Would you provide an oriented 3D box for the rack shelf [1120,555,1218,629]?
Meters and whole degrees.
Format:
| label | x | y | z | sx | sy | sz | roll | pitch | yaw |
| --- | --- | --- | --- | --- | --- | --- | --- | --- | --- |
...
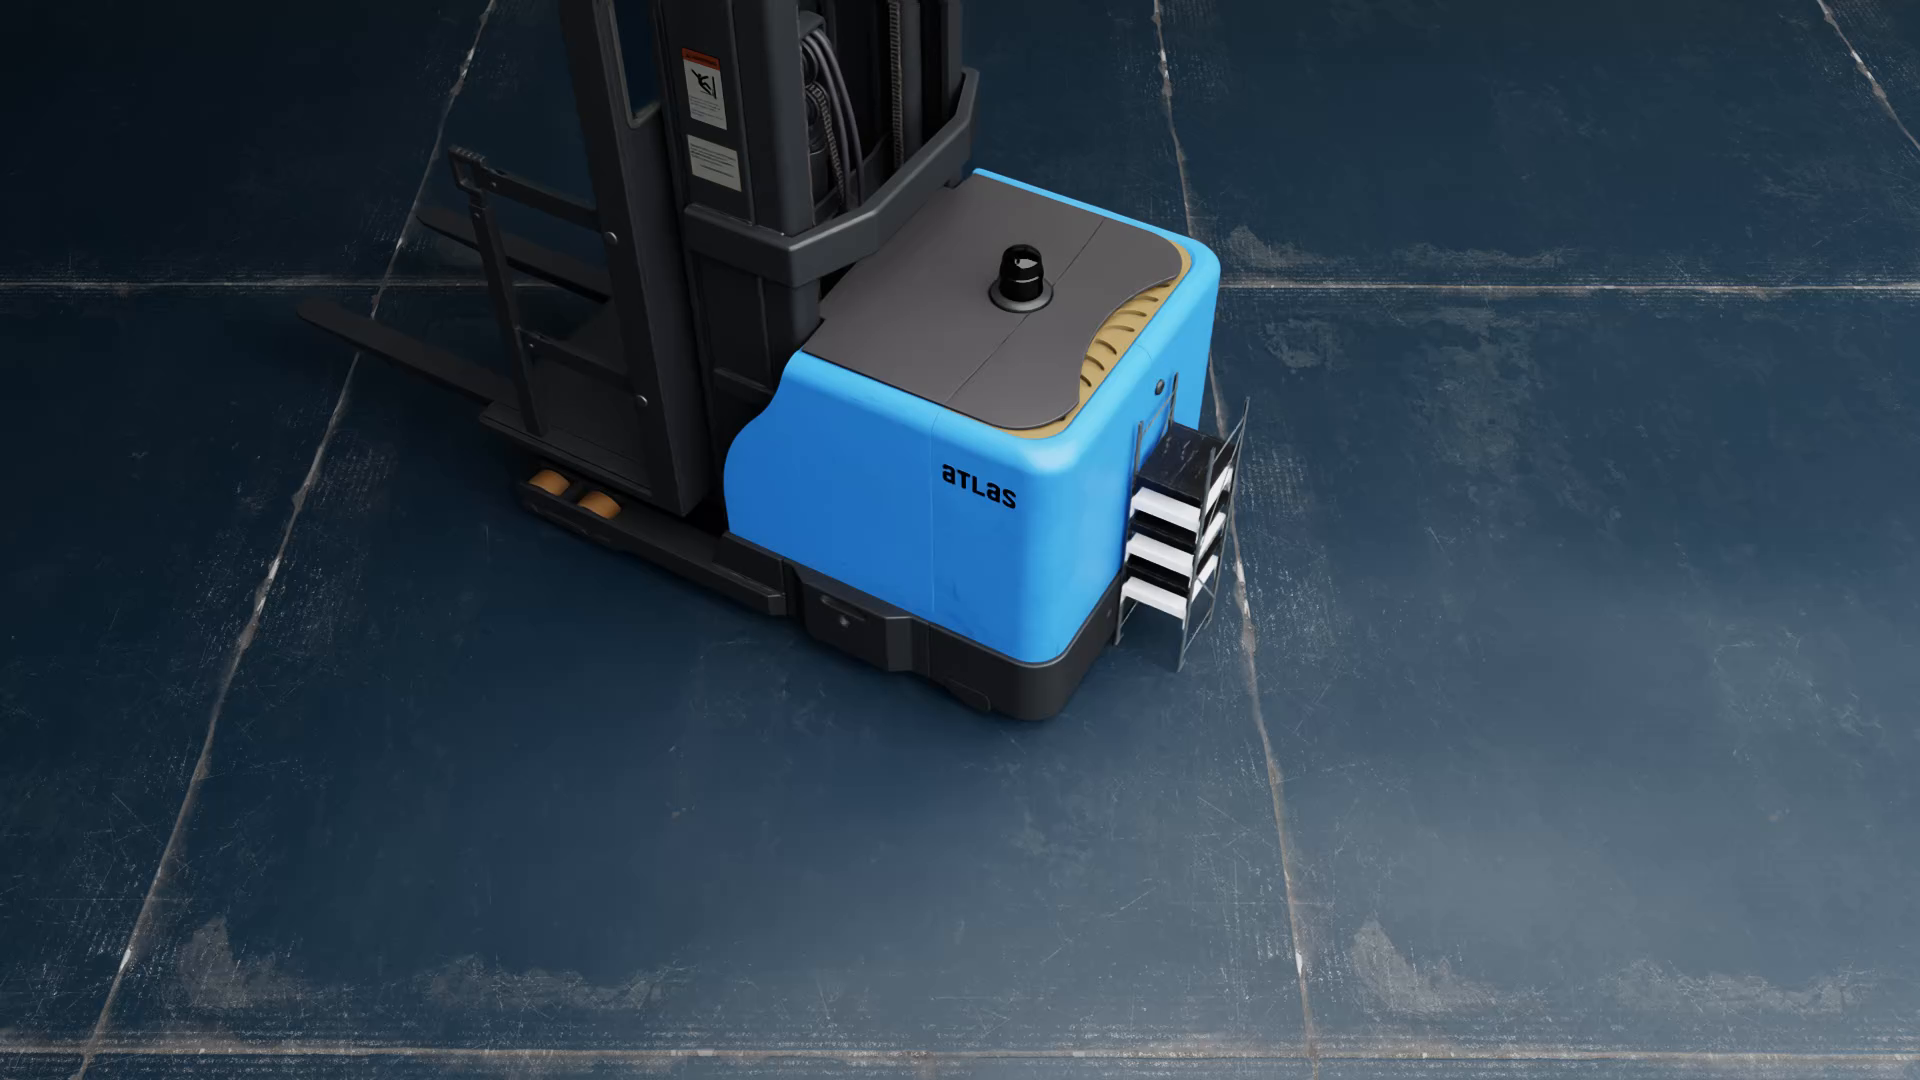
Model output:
| label | x | y | z | sx | sy | sz | roll | pitch | yaw |
| --- | --- | --- | --- | --- | --- | --- | --- | --- | --- |
| rack shelf | 0.611 | 0.115 | 4.820 | 0.200 | 0.077 | 0.258 | 23 | 51 | 20 |

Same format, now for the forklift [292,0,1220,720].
| label | x | y | z | sx | sy | sz | roll | pitch | yaw |
| --- | --- | --- | --- | --- | --- | --- | --- | --- | --- |
| forklift | -0.808 | -1.299 | 4.457 | 3.031 | 2.935 | 1.130 | 23 | 51 | 20 |

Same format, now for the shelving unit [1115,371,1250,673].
| label | x | y | z | sx | sy | sz | roll | pitch | yaw |
| --- | --- | --- | --- | --- | --- | --- | --- | --- | --- |
| shelving unit | 0.611 | -0.030 | 4.664 | 0.210 | 0.900 | 0.258 | 23 | 51 | 20 |

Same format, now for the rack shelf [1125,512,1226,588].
| label | x | y | z | sx | sy | sz | roll | pitch | yaw |
| --- | --- | --- | --- | --- | --- | --- | --- | --- | --- |
| rack shelf | 0.611 | -0.008 | 4.688 | 0.200 | 0.077 | 0.258 | 23 | 51 | 20 |

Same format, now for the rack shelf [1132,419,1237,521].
| label | x | y | z | sx | sy | sz | roll | pitch | yaw |
| --- | --- | --- | --- | --- | --- | --- | --- | --- | --- |
| rack shelf | 0.611 | -0.192 | 4.490 | 0.200 | 0.077 | 0.258 | 23 | 51 | 20 |

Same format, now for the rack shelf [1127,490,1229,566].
| label | x | y | z | sx | sy | sz | roll | pitch | yaw |
| --- | --- | --- | --- | --- | --- | --- | --- | --- | --- |
| rack shelf | 0.611 | -0.069 | 4.622 | 0.200 | 0.077 | 0.258 | 23 | 51 | 20 |

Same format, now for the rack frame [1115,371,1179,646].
| label | x | y | z | sx | sy | sz | roll | pitch | yaw |
| --- | --- | --- | --- | --- | --- | --- | --- | --- | --- |
| rack frame | 0.523 | -0.068 | 4.698 | 0.006 | 0.900 | 0.240 | 23 | 51 | 20 |

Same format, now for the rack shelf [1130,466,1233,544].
| label | x | y | z | sx | sy | sz | roll | pitch | yaw |
| --- | --- | --- | --- | --- | --- | --- | --- | --- | --- |
| rack shelf | 0.611 | -0.130 | 4.556 | 0.200 | 0.077 | 0.258 | 23 | 51 | 20 |

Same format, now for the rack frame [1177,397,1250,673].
| label | x | y | z | sx | sy | sz | roll | pitch | yaw |
| --- | --- | --- | --- | --- | --- | --- | --- | --- | --- |
| rack frame | 0.699 | 0.007 | 4.629 | 0.006 | 0.900 | 0.240 | 23 | 51 | 20 |

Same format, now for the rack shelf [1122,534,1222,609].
| label | x | y | z | sx | sy | sz | roll | pitch | yaw |
| --- | --- | --- | --- | --- | --- | --- | --- | --- | --- |
| rack shelf | 0.611 | 0.054 | 4.754 | 0.200 | 0.077 | 0.258 | 23 | 51 | 20 |
